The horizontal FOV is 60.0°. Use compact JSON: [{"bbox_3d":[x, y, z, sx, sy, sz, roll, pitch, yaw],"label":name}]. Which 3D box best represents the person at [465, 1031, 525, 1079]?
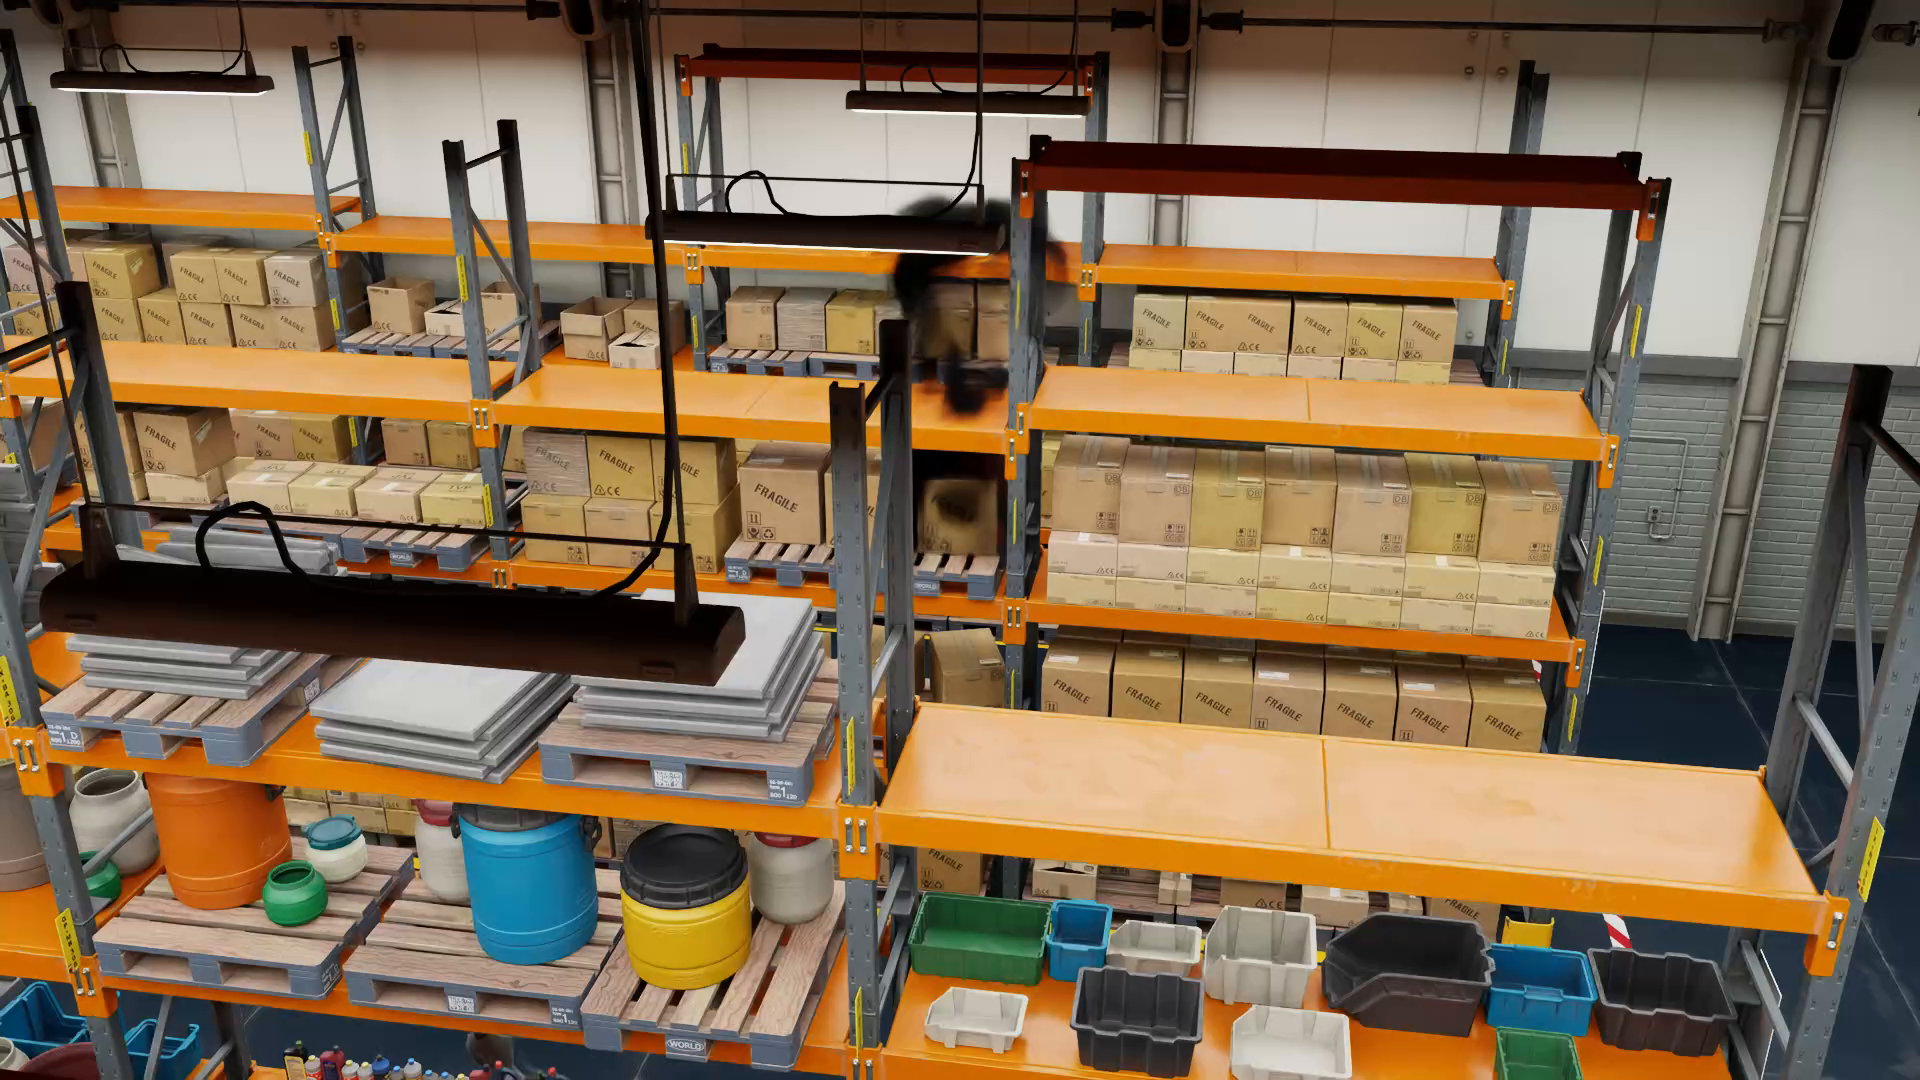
[{"bbox_3d":[-3.066,3.142,10.840,0.667,1.715,0.549,6,24,13],"label":"person"}]
